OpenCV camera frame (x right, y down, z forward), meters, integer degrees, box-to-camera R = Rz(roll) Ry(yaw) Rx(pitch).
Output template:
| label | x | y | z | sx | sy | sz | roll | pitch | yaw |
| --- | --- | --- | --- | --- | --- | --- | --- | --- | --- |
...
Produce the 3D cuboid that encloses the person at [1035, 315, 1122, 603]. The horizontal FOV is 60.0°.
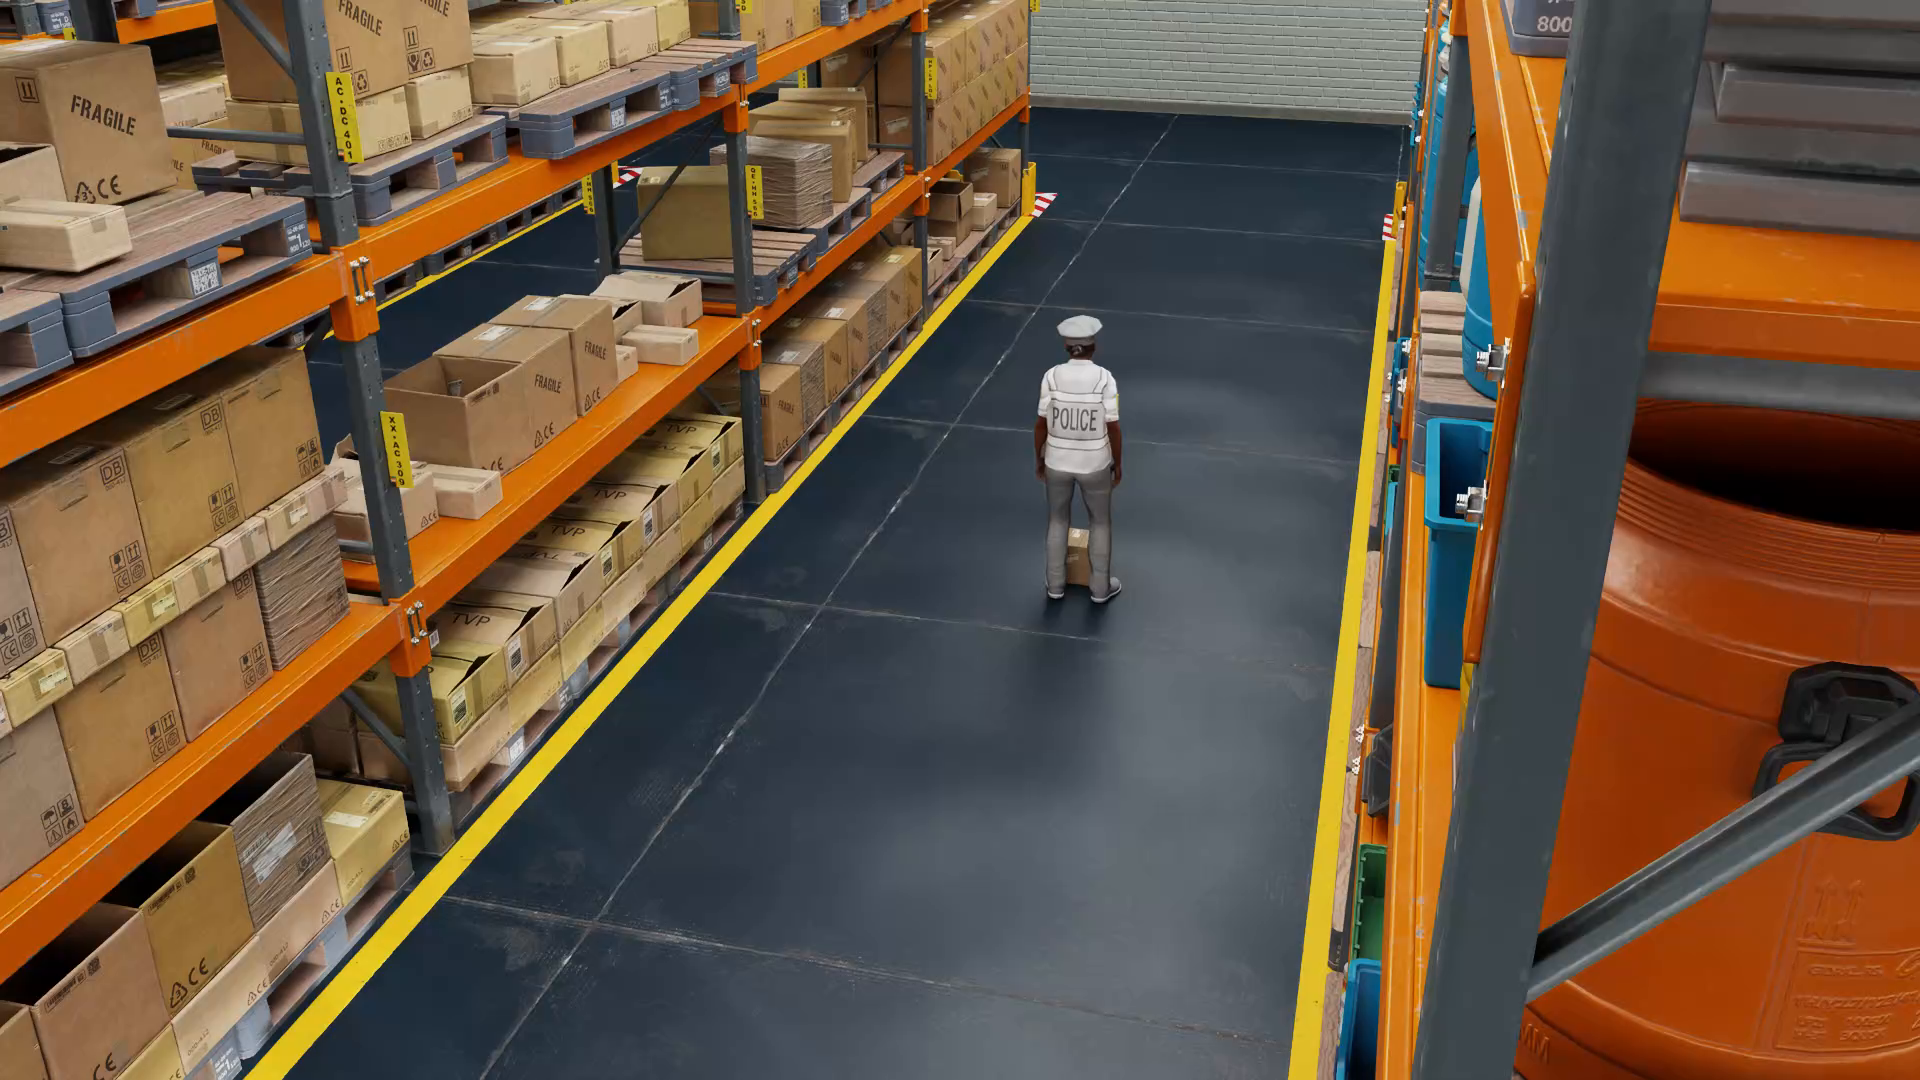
| label | x | y | z | sx | sy | sz | roll | pitch | yaw |
| --- | --- | --- | --- | --- | --- | --- | --- | --- | --- |
| person | 0.686 | -0.435 | 9.524 | 0.518 | 1.658 | 0.399 | 6 | 26 | 12 |
